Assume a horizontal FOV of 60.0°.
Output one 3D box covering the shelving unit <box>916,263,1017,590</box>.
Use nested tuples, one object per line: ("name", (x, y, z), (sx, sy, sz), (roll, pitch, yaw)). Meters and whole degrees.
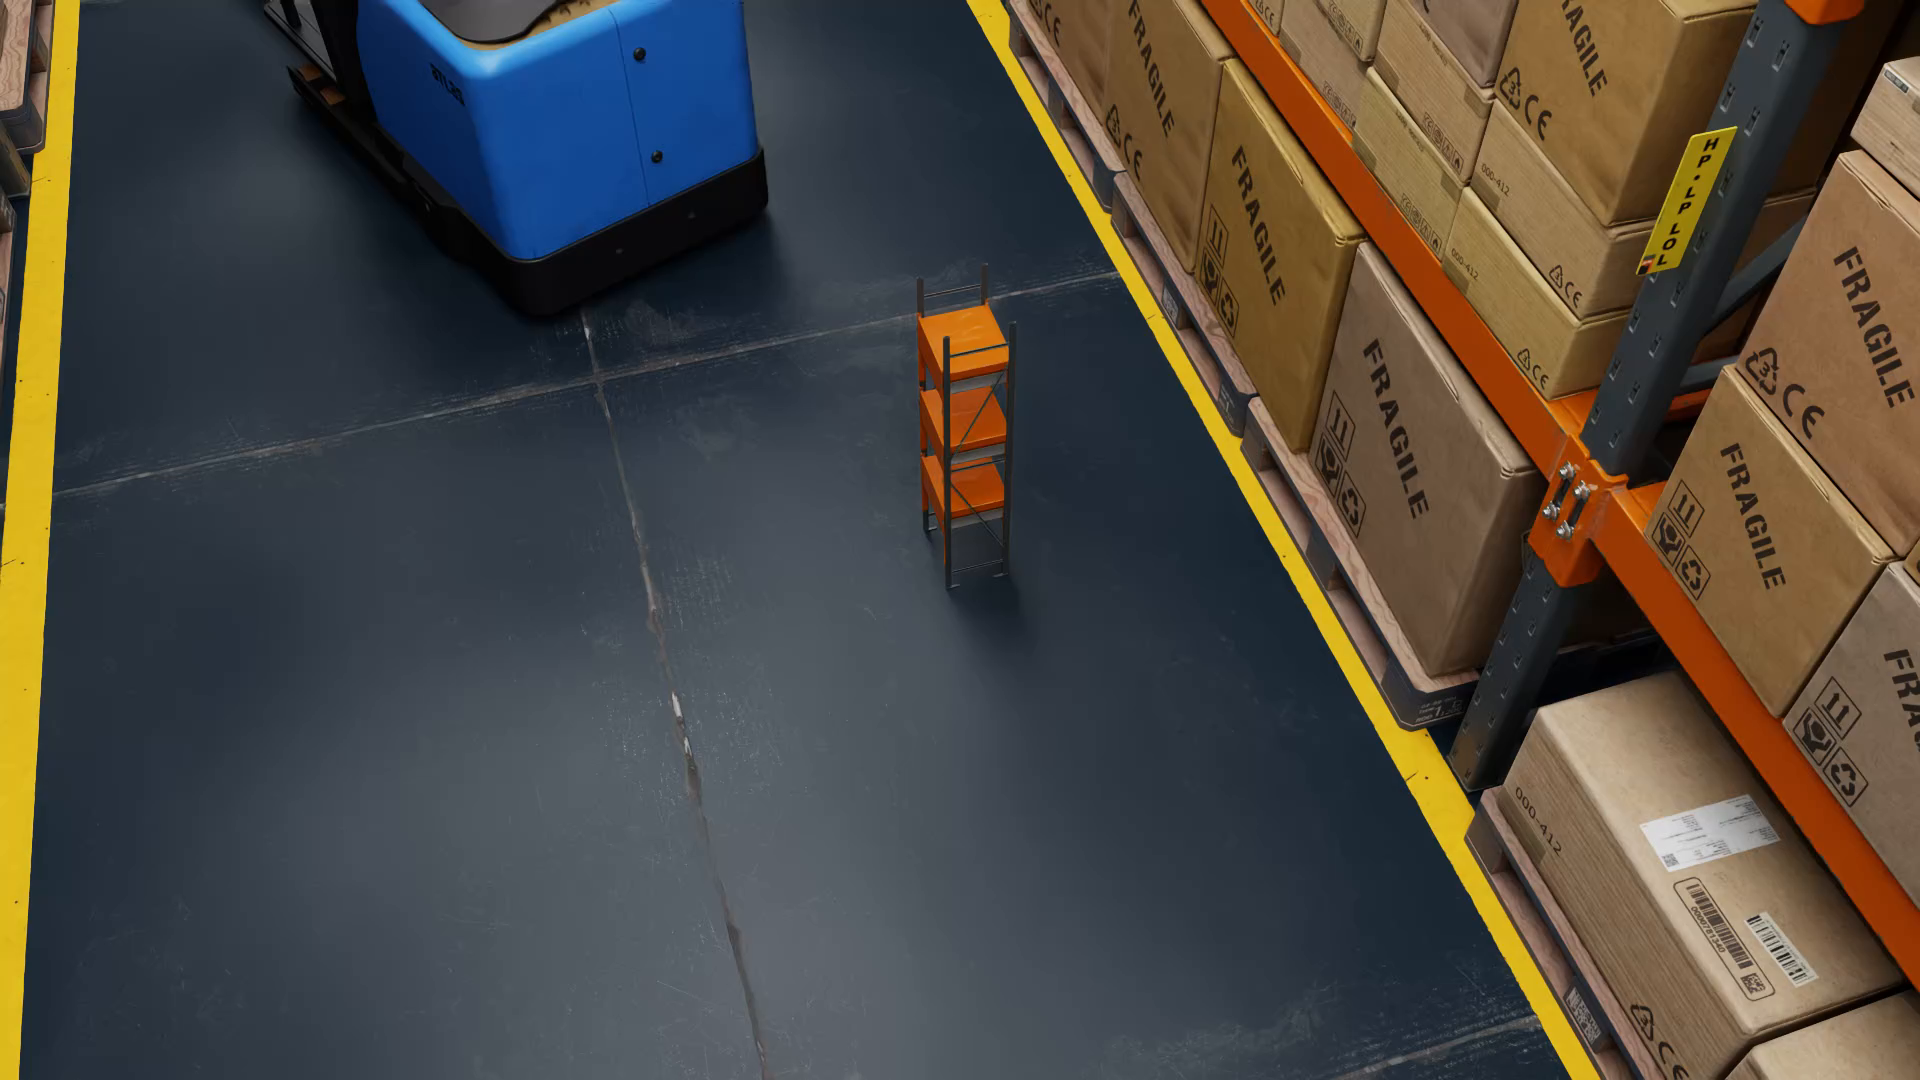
("shelving unit", (0.016, -0.299, 4.816), (0.215, 1.050, 0.252), (-13, 51, -11))

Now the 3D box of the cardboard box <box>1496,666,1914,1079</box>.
("cardboard box", (1.958, 0.761, 4.047), (0.875, 0.438, 0.875), (-14, 51, -12))

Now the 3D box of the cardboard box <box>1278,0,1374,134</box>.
("cardboard box", (1.221, -1.379, 4.549), (0.500, 0.250, 0.500), (-15, 51, -12))

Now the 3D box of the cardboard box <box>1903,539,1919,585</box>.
("cardboard box", (1.928, 0.006, 2.563), (0.500, 0.500, 0.500), (-14, 51, -11))

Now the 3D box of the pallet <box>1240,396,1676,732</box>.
("pallet", (1.575, -0.060, 5.162), (1.003, 0.211, 1.213), (-13, 51, -11))

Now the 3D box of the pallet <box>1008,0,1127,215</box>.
("pallet", (0.853, -1.842, 6.665), (1.003, 0.211, 1.213), (-13, 51, -11))

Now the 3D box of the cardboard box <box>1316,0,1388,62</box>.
("cardboard box", (1.199, -1.532, 4.351), (0.500, 0.250, 0.500), (-12, 51, -10))

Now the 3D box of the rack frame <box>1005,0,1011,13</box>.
("rack frame", (0.692, -3.333, 6.098), (1.000, 3.000, 0.127), (-13, 51, -11))

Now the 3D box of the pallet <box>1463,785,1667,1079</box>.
("pallet", (2.025, 1.060, 4.218), (1.003, 0.211, 1.213), (-13, 51, -11))

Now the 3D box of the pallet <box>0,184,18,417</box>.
("pallet", (-3.864, -0.756, 5.749), (1.003, 0.211, 1.213), (-13, 51, -11))

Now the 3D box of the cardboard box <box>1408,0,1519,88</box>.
("cardboard box", (1.343, -1.412, 3.759), (0.500, 0.500, 0.500), (-12, 51, -10))

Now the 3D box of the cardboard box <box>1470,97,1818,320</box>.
("cardboard box", (1.513, -0.792, 3.727), (0.500, 0.250, 0.500), (-13, 51, -11))

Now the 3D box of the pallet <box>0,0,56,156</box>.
("pallet", (-4.254, -1.920, 6.730), (1.003, 0.211, 1.213), (-13, 51, -11))

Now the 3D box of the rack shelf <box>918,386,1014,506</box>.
("rack shelf", (0.016, -0.292, 4.824), (0.215, 0.259, 0.240), (-13, 51, -11))

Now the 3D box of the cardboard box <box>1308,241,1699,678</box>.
("cardboard box", (1.615, -0.297, 4.654), (0.875, 0.875, 0.875), (-12, 51, -10))

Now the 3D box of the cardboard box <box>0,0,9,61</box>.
("cardboard box", (-4.220, -2.037, 6.284), (0.875, 0.625, 0.625), (-12, 51, -10))

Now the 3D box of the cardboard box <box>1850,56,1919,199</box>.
("cardboard box", (1.721, -0.686, 2.723), (0.380, 0.149, 0.250), (-14, 51, -12))

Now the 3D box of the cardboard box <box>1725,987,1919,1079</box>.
("cardboard box", (2.224, 1.415, 3.496), (0.875, 0.438, 0.875), (-15, 51, -12))

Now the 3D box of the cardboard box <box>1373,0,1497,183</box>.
("cardboard box", (1.358, -1.155, 4.033), (0.500, 0.250, 0.500), (-12, 51, -10))

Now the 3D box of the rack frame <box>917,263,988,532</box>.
("rack frame", (-0.020, -0.388, 4.891), (0.200, 1.050, 0.008), (-13, 51, -11))

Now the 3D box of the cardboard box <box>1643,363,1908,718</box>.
("cardboard box", (1.764, -0.042, 3.258), (0.500, 0.500, 0.500), (-12, 51, -10))

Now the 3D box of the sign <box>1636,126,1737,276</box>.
("sign", (1.360, -0.630, 3.114), (0.100, 0.325, 0.005), (-13, 51, -11))

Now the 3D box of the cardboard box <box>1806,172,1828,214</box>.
("cardboard box", (2.015, -0.910, 3.826), (0.500, 0.250, 0.500), (-15, 51, -12))

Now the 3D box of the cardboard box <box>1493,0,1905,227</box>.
("cardboard box", (1.503, -1.036, 3.442), (0.500, 0.500, 0.500), (-12, 51, -10))

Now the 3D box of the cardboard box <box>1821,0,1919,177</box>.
("cardboard box", (2.020, -1.153, 3.541), (0.500, 0.500, 0.500), (-13, 51, -11))

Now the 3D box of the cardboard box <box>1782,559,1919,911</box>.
("cardboard box", (1.909, 0.326, 2.948), (0.500, 0.500, 0.500), (-13, 51, -11))

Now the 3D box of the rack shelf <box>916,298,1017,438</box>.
("rack shelf", (0.016, -0.475, 4.607), (0.215, 0.259, 0.240), (-13, 51, -11))

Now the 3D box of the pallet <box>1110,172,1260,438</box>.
("pallet", (1.211, -0.952, 5.915), (1.003, 0.211, 1.213), (-13, 51, -11))

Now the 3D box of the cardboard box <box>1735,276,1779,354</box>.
("cardboard box", (1.997, -0.745, 4.014), (0.500, 0.250, 0.500), (-14, 51, -12))

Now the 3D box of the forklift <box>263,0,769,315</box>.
("forklift", (-2.037, -2.802, 5.695), (1.130, 2.935, 3.031), (-32, 57, -24))

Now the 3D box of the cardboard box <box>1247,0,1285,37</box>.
("cardboard box", (1.064, -1.756, 4.866), (0.500, 0.250, 0.500), (-13, 51, -11))

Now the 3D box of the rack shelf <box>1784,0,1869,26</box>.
("rack shelf", (2.467, 0.314, 1.532), (1.077, 0.370, 4.000), (-13, 51, -11))

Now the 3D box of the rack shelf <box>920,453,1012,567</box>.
("rack shelf", (0.016, -0.113, 5.036), (0.215, 0.259, 0.240), (-13, 51, -11))

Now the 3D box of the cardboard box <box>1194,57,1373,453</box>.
("cardboard box", (1.341, -0.955, 5.208), (0.875, 0.875, 0.875), (-12, 51, -10))

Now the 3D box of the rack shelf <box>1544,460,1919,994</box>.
("rack shelf", (2.467, 1.281, 2.679), (1.077, 0.370, 4.000), (-13, 51, -11))

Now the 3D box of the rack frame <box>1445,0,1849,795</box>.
("rack frame", (1.875, -0.412, 3.635), (1.000, 3.000, 0.127), (-13, 51, -11))

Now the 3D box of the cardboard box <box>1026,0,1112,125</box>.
("cardboard box", (0.817, -2.261, 6.309), (0.875, 0.875, 0.875), (-14, 51, -11))

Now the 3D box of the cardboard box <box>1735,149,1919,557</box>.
("cardboard box", (1.785, -0.364, 2.876), (0.500, 0.500, 0.500), (-13, 51, -11))

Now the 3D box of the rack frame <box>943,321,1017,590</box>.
("rack frame", (0.052, -0.210, 4.741), (0.200, 1.050, 0.008), (-13, 51, -11))

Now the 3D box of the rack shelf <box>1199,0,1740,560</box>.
("rack shelf", (1.284, -1.641, 5.142), (1.077, 0.370, 4.000), (-13, 51, -11))

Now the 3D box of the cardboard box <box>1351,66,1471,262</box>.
("cardboard box", (1.352, -1.007, 4.235), (0.500, 0.250, 0.500), (-14, 51, -11))

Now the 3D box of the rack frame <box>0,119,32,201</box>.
("rack frame", (-4.048, -2.208, 5.150), (1.000, 3.000, 0.127), (-13, 51, -11))

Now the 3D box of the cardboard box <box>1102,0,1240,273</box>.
("cardboard box", (1.077, -1.608, 5.759), (0.875, 0.875, 0.875), (-13, 51, -11))

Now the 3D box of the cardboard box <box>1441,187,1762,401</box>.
("cardboard box", (1.502, -0.634, 3.921), (0.500, 0.250, 0.500), (-14, 51, -12))
